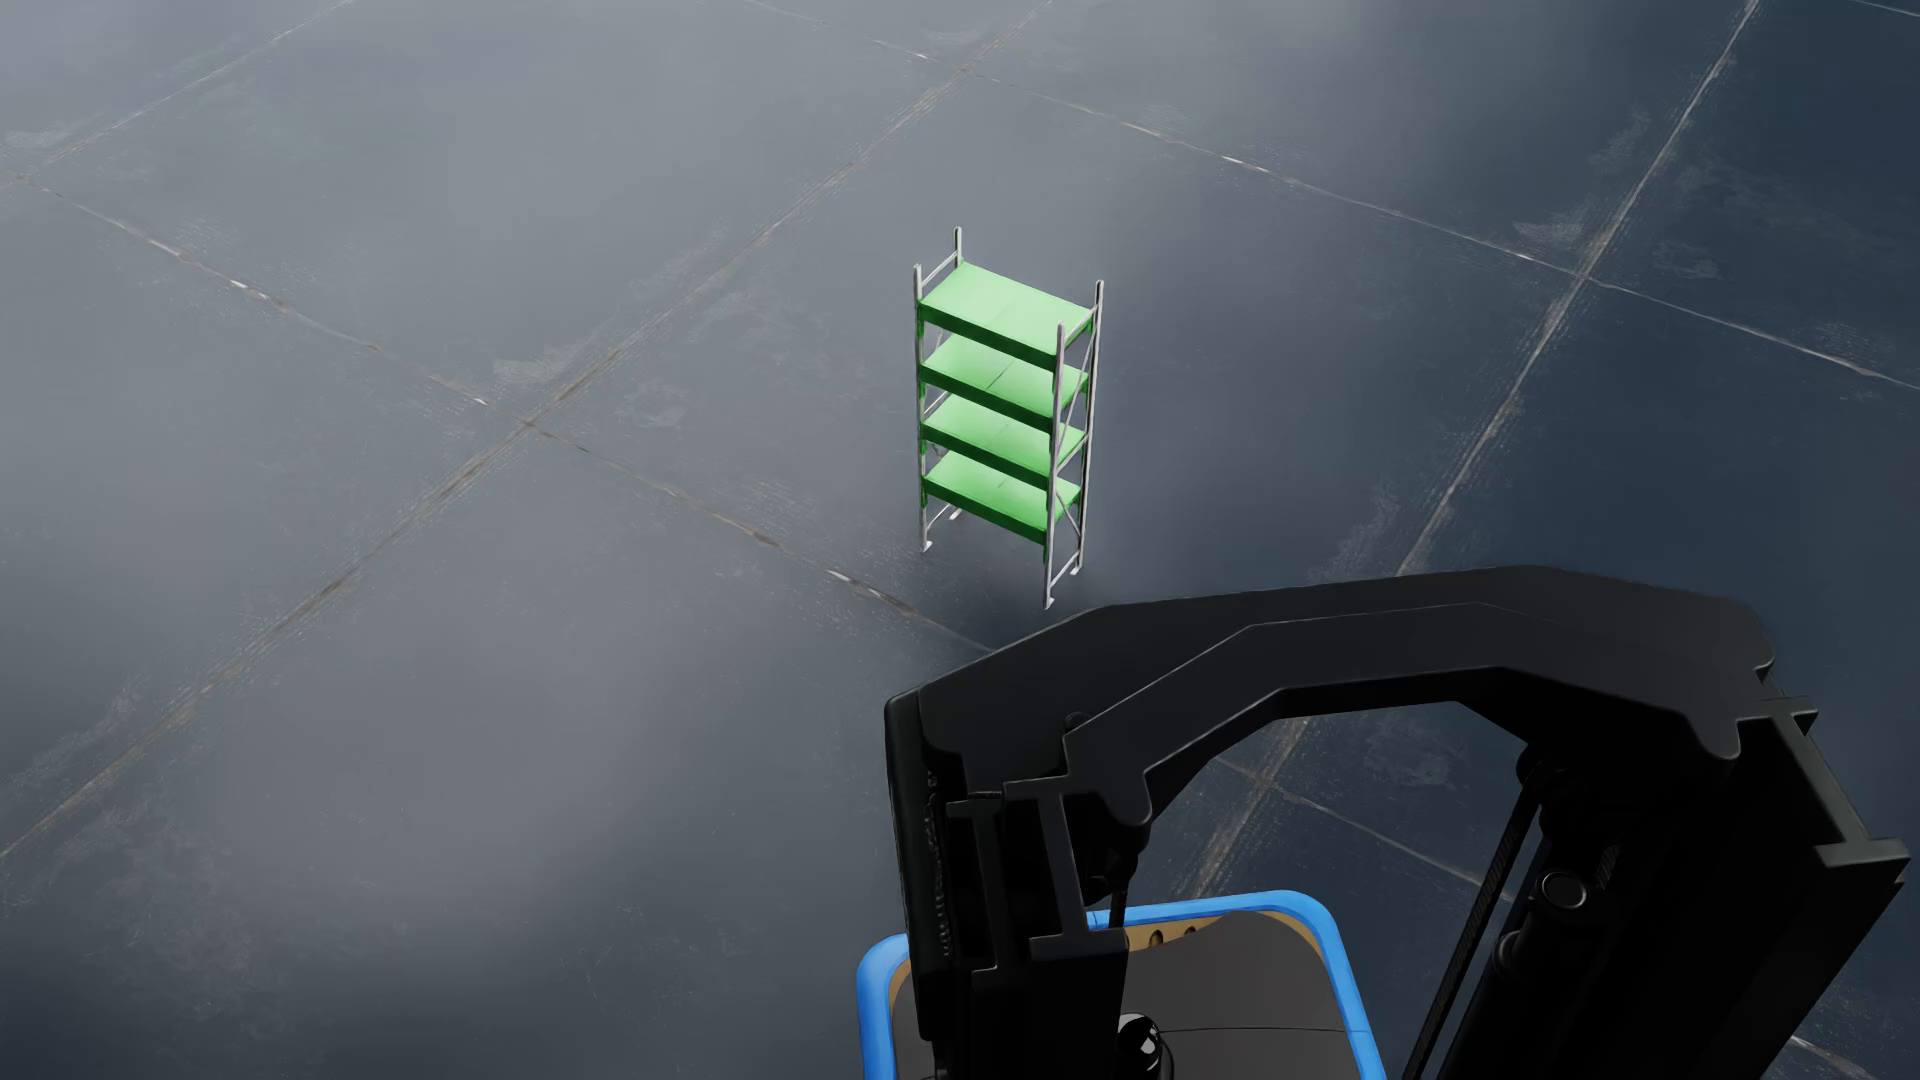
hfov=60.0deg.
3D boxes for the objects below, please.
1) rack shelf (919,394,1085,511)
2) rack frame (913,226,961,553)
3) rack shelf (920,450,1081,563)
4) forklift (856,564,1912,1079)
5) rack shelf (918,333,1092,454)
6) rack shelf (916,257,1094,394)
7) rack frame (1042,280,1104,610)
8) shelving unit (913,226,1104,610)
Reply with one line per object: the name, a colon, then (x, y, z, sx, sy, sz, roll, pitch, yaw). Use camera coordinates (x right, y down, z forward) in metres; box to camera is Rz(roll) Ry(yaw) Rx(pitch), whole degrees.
rack shelf: (0.139, -0.310, 5.303, 0.480, 0.148, 0.258, 25, 51, 22)
rack frame: (-0.066, -0.449, 5.349, 0.015, 1.200, 0.240, 25, 51, 22)
rack shelf: (0.139, -0.142, 5.475, 0.480, 0.148, 0.258, 25, 51, 22)
forklift: (0.474, 1.560, 2.190, 1.130, 2.935, 3.031, -5, 46, -5)
rack shelf: (0.139, -0.477, 5.131, 0.480, 0.148, 0.258, 25, 51, 22)
rack shelf: (0.139, -0.644, 4.959, 0.480, 0.148, 0.258, 25, 51, 22)
rack frame: (0.345, -0.260, 5.166, 0.015, 1.200, 0.240, 25, 51, 22)
shelving unit: (0.139, -0.354, 5.257, 0.503, 1.200, 0.258, 25, 51, 22)
